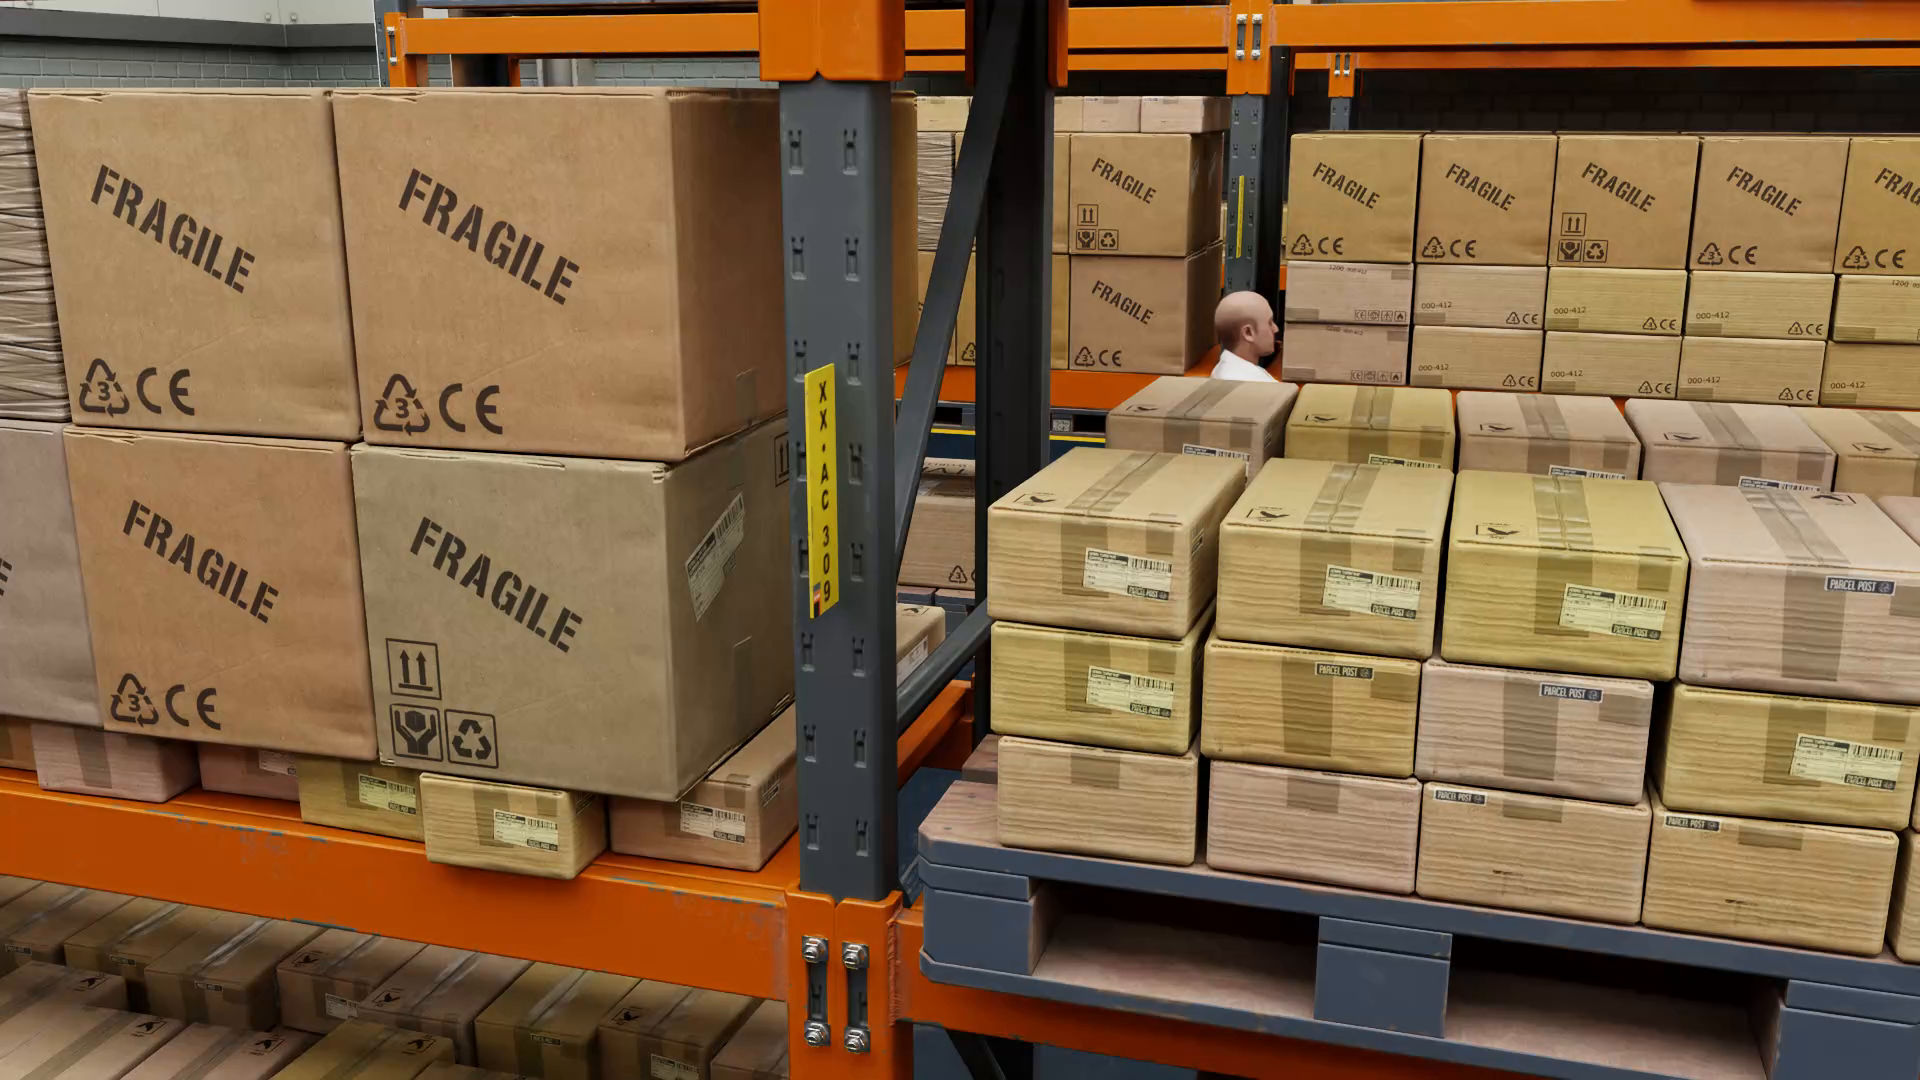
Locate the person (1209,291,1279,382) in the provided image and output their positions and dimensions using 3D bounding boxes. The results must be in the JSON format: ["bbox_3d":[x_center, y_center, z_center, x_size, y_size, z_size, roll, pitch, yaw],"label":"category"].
[{"bbox_3d":[1.172,-0.026,6.150,0.545,1.776,0.527,1,15,3],"label":"person"}]
